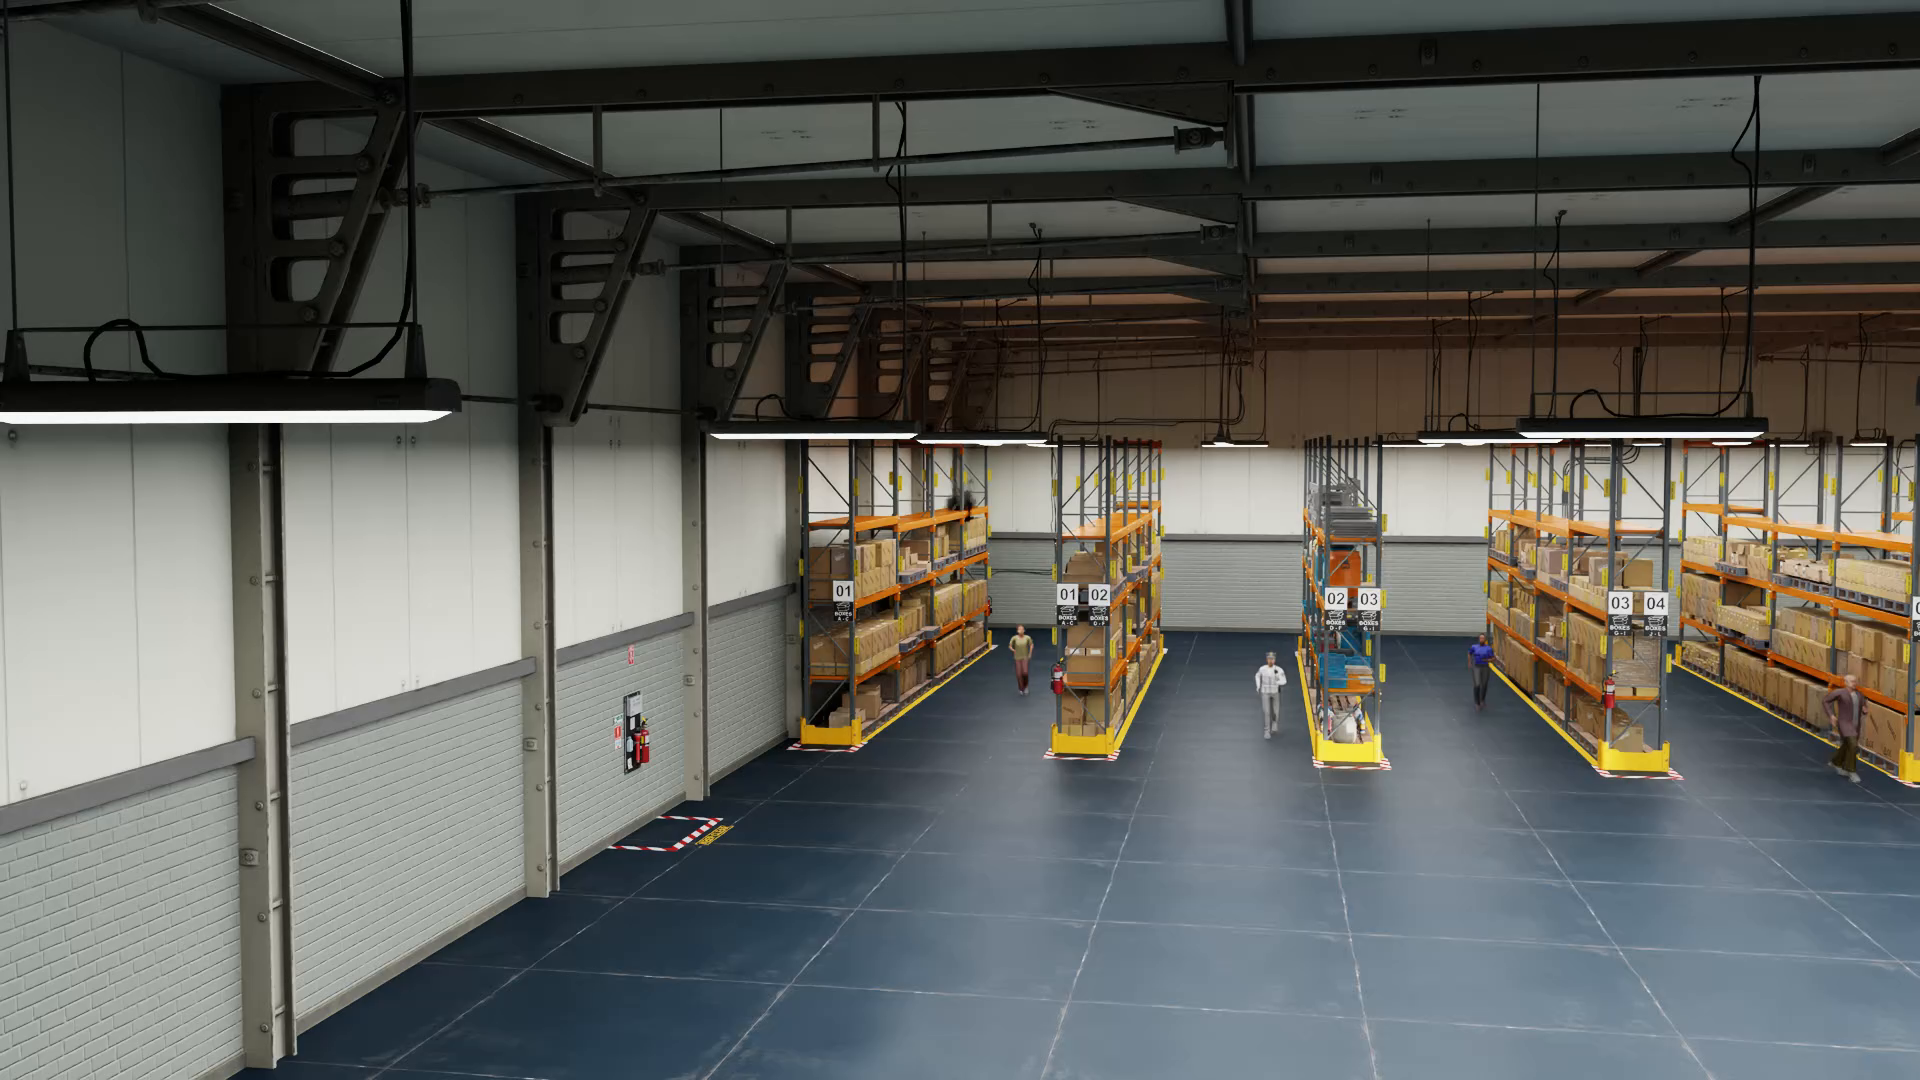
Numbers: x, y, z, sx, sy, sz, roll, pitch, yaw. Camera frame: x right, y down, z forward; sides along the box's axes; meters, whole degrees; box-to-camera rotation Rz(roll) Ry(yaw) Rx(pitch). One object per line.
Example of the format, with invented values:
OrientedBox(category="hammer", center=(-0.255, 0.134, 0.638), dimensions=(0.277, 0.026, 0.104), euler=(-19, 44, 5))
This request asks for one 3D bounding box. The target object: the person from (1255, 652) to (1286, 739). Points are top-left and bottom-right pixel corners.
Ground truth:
OrientedBox(category="person", center=(6.197, 3.063, 33.182), dimensions=(0.615, 1.676, 0.937), euler=(1, 3, 12))

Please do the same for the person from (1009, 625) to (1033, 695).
OrientedBox(category="person", center=(1.422, 2.795, 38.839), dimensions=(0.574, 1.645, 0.614), euler=(0, 3, 4))

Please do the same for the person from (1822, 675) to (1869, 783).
OrientedBox(category="person", center=(15.464, 3.261, 28.980), dimensions=(0.683, 1.835, 0.850), euler=(-1, 3, -18))

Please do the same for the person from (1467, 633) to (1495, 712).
OrientedBox(category="person", center=(11.503, 2.914, 36.706), dimensions=(0.555, 1.716, 0.764), euler=(1, 3, 11))
